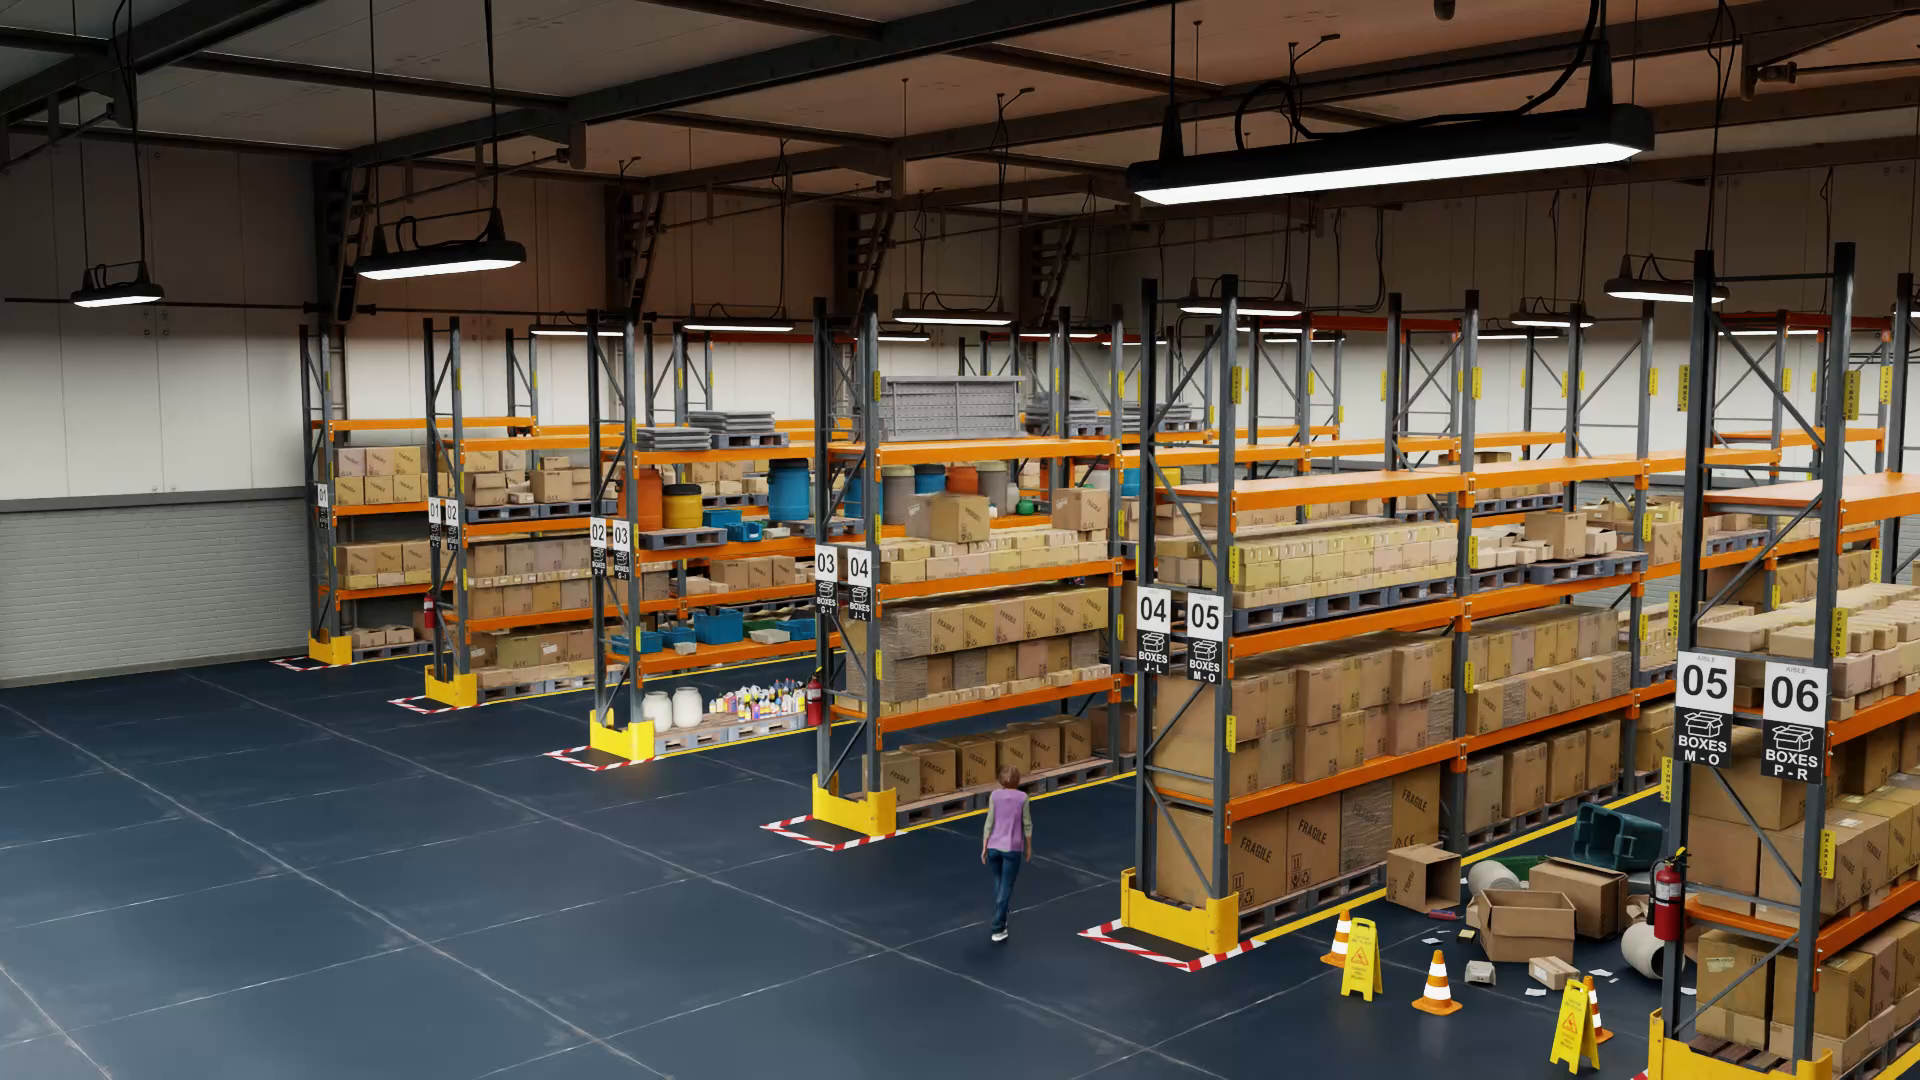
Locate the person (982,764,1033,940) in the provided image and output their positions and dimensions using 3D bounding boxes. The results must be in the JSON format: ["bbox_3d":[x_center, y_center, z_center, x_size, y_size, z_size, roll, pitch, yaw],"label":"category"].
[{"bbox_3d":[0.437,2.855,15.218,0.426,1.611,0.655,2,6,20],"label":"person"}]
